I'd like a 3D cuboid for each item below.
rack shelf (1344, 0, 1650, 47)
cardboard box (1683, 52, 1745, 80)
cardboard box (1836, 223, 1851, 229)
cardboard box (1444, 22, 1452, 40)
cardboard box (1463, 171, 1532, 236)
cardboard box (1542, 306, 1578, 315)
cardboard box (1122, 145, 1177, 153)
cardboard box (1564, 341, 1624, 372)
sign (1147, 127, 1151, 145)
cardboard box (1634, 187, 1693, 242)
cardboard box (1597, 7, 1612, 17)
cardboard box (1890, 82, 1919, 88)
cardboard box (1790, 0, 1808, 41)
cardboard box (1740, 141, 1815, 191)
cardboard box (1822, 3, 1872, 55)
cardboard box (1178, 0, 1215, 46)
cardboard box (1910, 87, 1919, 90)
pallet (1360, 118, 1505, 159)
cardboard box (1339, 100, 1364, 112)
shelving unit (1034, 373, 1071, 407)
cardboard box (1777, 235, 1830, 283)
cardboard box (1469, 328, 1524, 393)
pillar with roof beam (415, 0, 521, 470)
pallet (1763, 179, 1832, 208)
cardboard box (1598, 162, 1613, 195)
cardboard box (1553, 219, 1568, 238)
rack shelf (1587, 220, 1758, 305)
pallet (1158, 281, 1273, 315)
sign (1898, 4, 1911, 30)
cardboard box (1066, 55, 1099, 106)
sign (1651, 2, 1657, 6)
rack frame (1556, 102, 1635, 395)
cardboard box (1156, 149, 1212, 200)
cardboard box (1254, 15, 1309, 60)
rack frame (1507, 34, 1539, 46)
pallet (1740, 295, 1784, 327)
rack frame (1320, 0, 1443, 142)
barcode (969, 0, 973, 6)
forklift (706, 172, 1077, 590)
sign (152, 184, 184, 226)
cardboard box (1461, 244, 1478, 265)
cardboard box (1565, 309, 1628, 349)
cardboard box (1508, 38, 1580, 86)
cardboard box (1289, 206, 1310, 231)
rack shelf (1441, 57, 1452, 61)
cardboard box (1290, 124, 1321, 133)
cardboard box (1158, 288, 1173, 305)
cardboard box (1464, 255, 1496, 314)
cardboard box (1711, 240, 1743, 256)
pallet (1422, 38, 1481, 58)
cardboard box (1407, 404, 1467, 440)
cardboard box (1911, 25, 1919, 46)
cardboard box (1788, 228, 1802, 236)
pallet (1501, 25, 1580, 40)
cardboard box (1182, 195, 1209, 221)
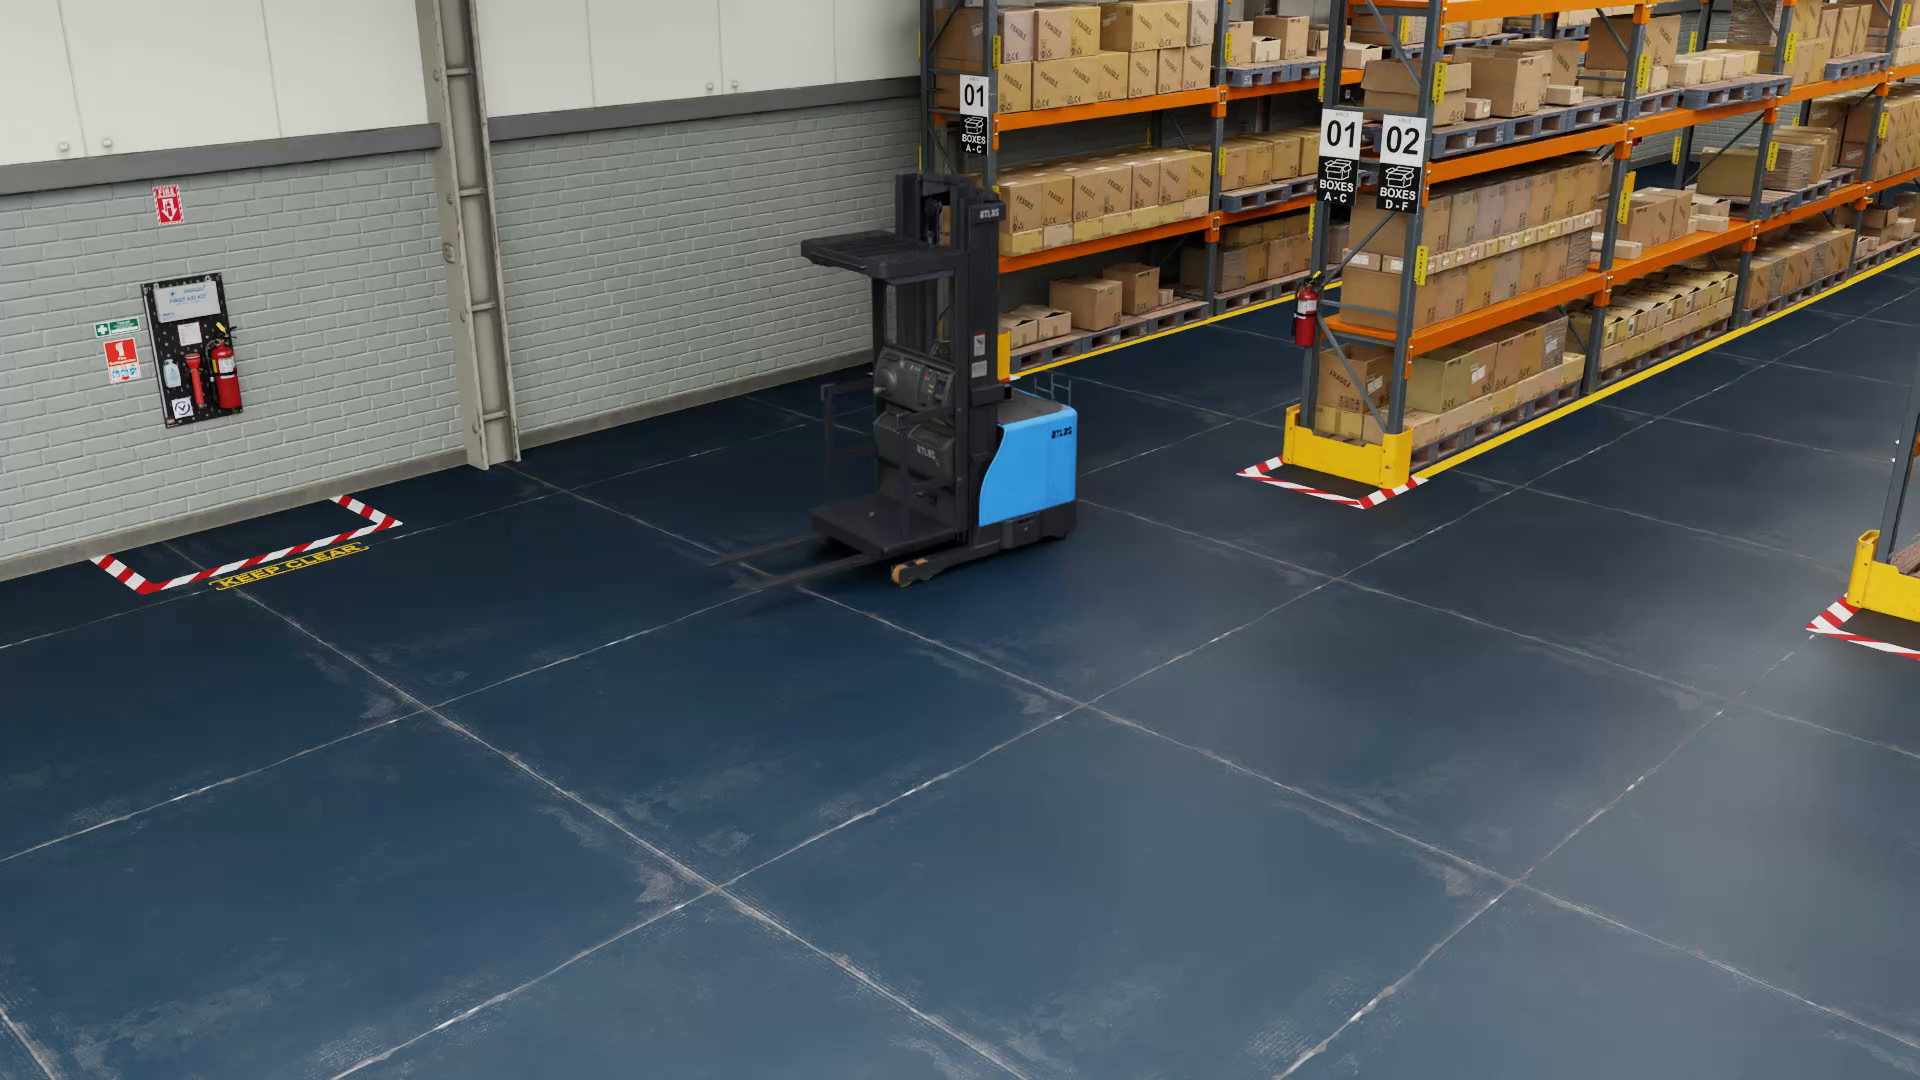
[{"bbox_3d":[4.927,-4.829,15.156,1.077,0.370,4.000,19,28,41],"label":"rack shelf"},{"bbox_3d":[8.484,-5.350,18.755,0.500,0.250,0.500,-19,28,-41],"label":"cardboard box"},{"bbox_3d":[12.621,-4.482,24.190,0.500,0.311,0.500,19,28,41],"label":"cardboard box"},{"bbox_3d":[6.585,-7.412,23.744,0.500,0.500,0.700,-18,28,-39],"label":"cardboard box"},{"bbox_3d":[4.967,-3.215,15.810,0.700,0.500,0.500,19,28,41],"label":"cardboard box"},{"bbox_3d":[6.399,-2.416,18.144,0.500,0.311,0.500,19,28,41],"label":"cardboard box"},{"bbox_3d":[2.293,-4.525,20.303,0.500,0.500,0.500,18,28,39],"label":"cardboard box"},{"bbox_3d":[6.781,-2.020,17.895,0.500,0.250,0.500,18,28,39],"label":"cardboard box"},{"bbox_3d":[2.370,-4.983,20.743,0.100,0.325,0.005,19,28,41],"label":"sign"},{"bbox_3d":[7.954,-3.705,18.893,0.500,0.500,0.500,17,27,38],"label":"cardboard box"},{"bbox_3d":[10.099,-8.438,26.650,0.500,0.250,0.500,18,28,39],"label":"cardboard box"},{"bbox_3d":[14.195,-6.615,25.072,0.500,0.500,0.500,-19,28,-40],"label":"cardboard box"},{"bbox_3d":[9.777,-6.249,19.937,0.500,0.500,0.500,19,28,41],"label":"cardboard box"},{"bbox_3d":[10.246,-4.714,20.933,0.500,0.500,0.700,-14,25,-32],"label":"cardboard box"},{"bbox_3d":[11.499,-6.700,21.781,0.600,0.600,0.600,16,26,36],"label":"cardboard box"},{"bbox_3d":[2.615,-6.030,19.341,0.500,0.500,0.500,16,26,36],"label":"cardboard box"},{"bbox_3d":[14.228,-6.350,24.382,0.500,0.500,0.500,-19,28,-41],"label":"cardboard box"},{"bbox_3d":[4.044,-3.571,14.628,1.003,0.211,1.213,19,28,41],"label":"pallet"},{"bbox_3d":[5.692,-6.059,23.530,0.500,0.250,0.500,-19,28,-41],"label":"cardboard box"},{"bbox_3d":[0.763,-0.772,13.911,0.189,1.200,0.258,-16,26,-35],"label":"shelving unit"},{"bbox_3d":[11.063,-3.708,21.912,0.500,0.500,0.500,20,29,41],"label":"cardboard box"},{"bbox_3d":[5.114,-1.767,16.192,0.500,0.500,0.500,19,28,41],"label":"cardboard box"},{"bbox_3d":[-1.253,-3.853,11.056,9.100,9.000,0.400,19,28,41],"label":"pillar with roof beam"},{"bbox_3d":[10.466,-4.505,21.382,1.003,0.211,1.213,19,28,41],"label":"pallet"},{"bbox_3d":[10.725,-6.213,28.457,0.700,0.500,0.500,19,28,41],"label":"cardboard box"},{"bbox_3d":[5.749,-3.093,16.396,0.380,0.149,0.250,19,28,41],"label":"cardboard box"},{"bbox_3d":[7.718,-3.244,18.836,1.077,0.370,4.000,19,28,41],"label":"rack shelf"},{"bbox_3d":[3.313,-3.203,21.614,1.003,0.211,1.213,19,28,41],"label":"pallet"},{"bbox_3d":[12.303,-6.809,21.659,0.100,0.325,0.005,19,28,41],"label":"sign"},{"bbox_3d":[1.152,-5.019,18.104,0.500,0.500,0.500,-19,28,-40],"label":"cardboard box"},{"bbox_3d":[11.521,-9.026,27.572,0.100,0.325,0.005,19,28,41],"label":"sign"},{"bbox_3d":[6.322,-3.065,17.369,1.000,3.000,0.127,19,28,41],"label":"rack frame"},{"bbox_3d":[2.662,-4.395,19.963,0.500,0.500,0.500,19,28,41],"label":"cardboard box"},{"bbox_3d":[4.070,-6.385,21.099,0.500,0.500,0.500,18,27,39],"label":"cardboard box"},{"bbox_3d":[8.351,-6.361,25.942,1.000,3.000,0.127,19,28,41],"label":"rack frame"},{"bbox_3d":[9.661,-2.974,21.019,1.003,0.211,1.213,19,28,41],"label":"pallet"},{"bbox_3d":[3.532,-4.837,13.617,1.000,3.000,0.127,19,28,41],"label":"rack frame"},{"bbox_3d":[0.117,-5.777,17.874,0.001,0.075,0.075,19,28,41],"label":"barcode"},{"bbox_3d":[-0.517,-1.228,12.685,3.031,2.935,1.130,-16,26,-35],"label":"forklift"},{"bbox_3d":[-6.165,-2.609,12.951,0.001,0.298,0.199,19,28,41],"label":"sign"},{"bbox_3d":[4.495,-2.630,15.193,0.380,0.149,0.250,19,28,40],"label":"cardboard box"},{"bbox_3d":[6.789,-2.284,17.800,0.500,0.311,0.500,19,28,41],"label":"cardboard box"},{"bbox_3d":[5.782,-4.710,16.547,0.500,0.500,0.500,-17,27,-38],"label":"cardboard box"},{"bbox_3d":[4.653,-4.392,22.646,0.500,0.250,0.500,-20,28,-41],"label":"cardboard box"},{"bbox_3d":[6.956,-6.911,24.196,1.077,0.370,4.000,19,28,41],"label":"rack shelf"},{"bbox_3d":[4.870,-5.311,22.458,0.700,0.500,0.500,16,26,36],"label":"cardboard box"},{"bbox_3d":[2.419,-3.042,20.644,0.380,0.166,0.250,15,26,34],"label":"cardboard box"},{"bbox_3d":[4.580,-2.463,15.662,0.700,0.500,0.500,19,28,41],"label":"cardboard box"},{"bbox_3d":[9.633,-3.797,21.098,0.500,0.250,0.500,-19,28,-40],"label":"cardboard box"},{"bbox_3d":[6.750,-7.111,23.978,1.213,0.211,1.003,-19,28,-40],"label":"pallet"},{"bbox_3d":[4.412,-1.161,15.662,0.500,0.250,0.500,19,28,41],"label":"cardboard box"},{"bbox_3d":[12.768,-6.877,22.617,0.500,0.250,0.500,19,28,41],"label":"cardboard box"},{"bbox_3d":[11.027,-3.957,22.560,0.500,0.500,0.500,-20,28,-41],"label":"cardboard box"},{"bbox_3d":[8.930,-7.927,25.960,1.003,0.211,1.213,19,28,41],"label":"pallet"},{"bbox_3d":[2.657,-4.046,20.101,0.500,0.250,0.500,19,28,41],"label":"cardboard box"}]
